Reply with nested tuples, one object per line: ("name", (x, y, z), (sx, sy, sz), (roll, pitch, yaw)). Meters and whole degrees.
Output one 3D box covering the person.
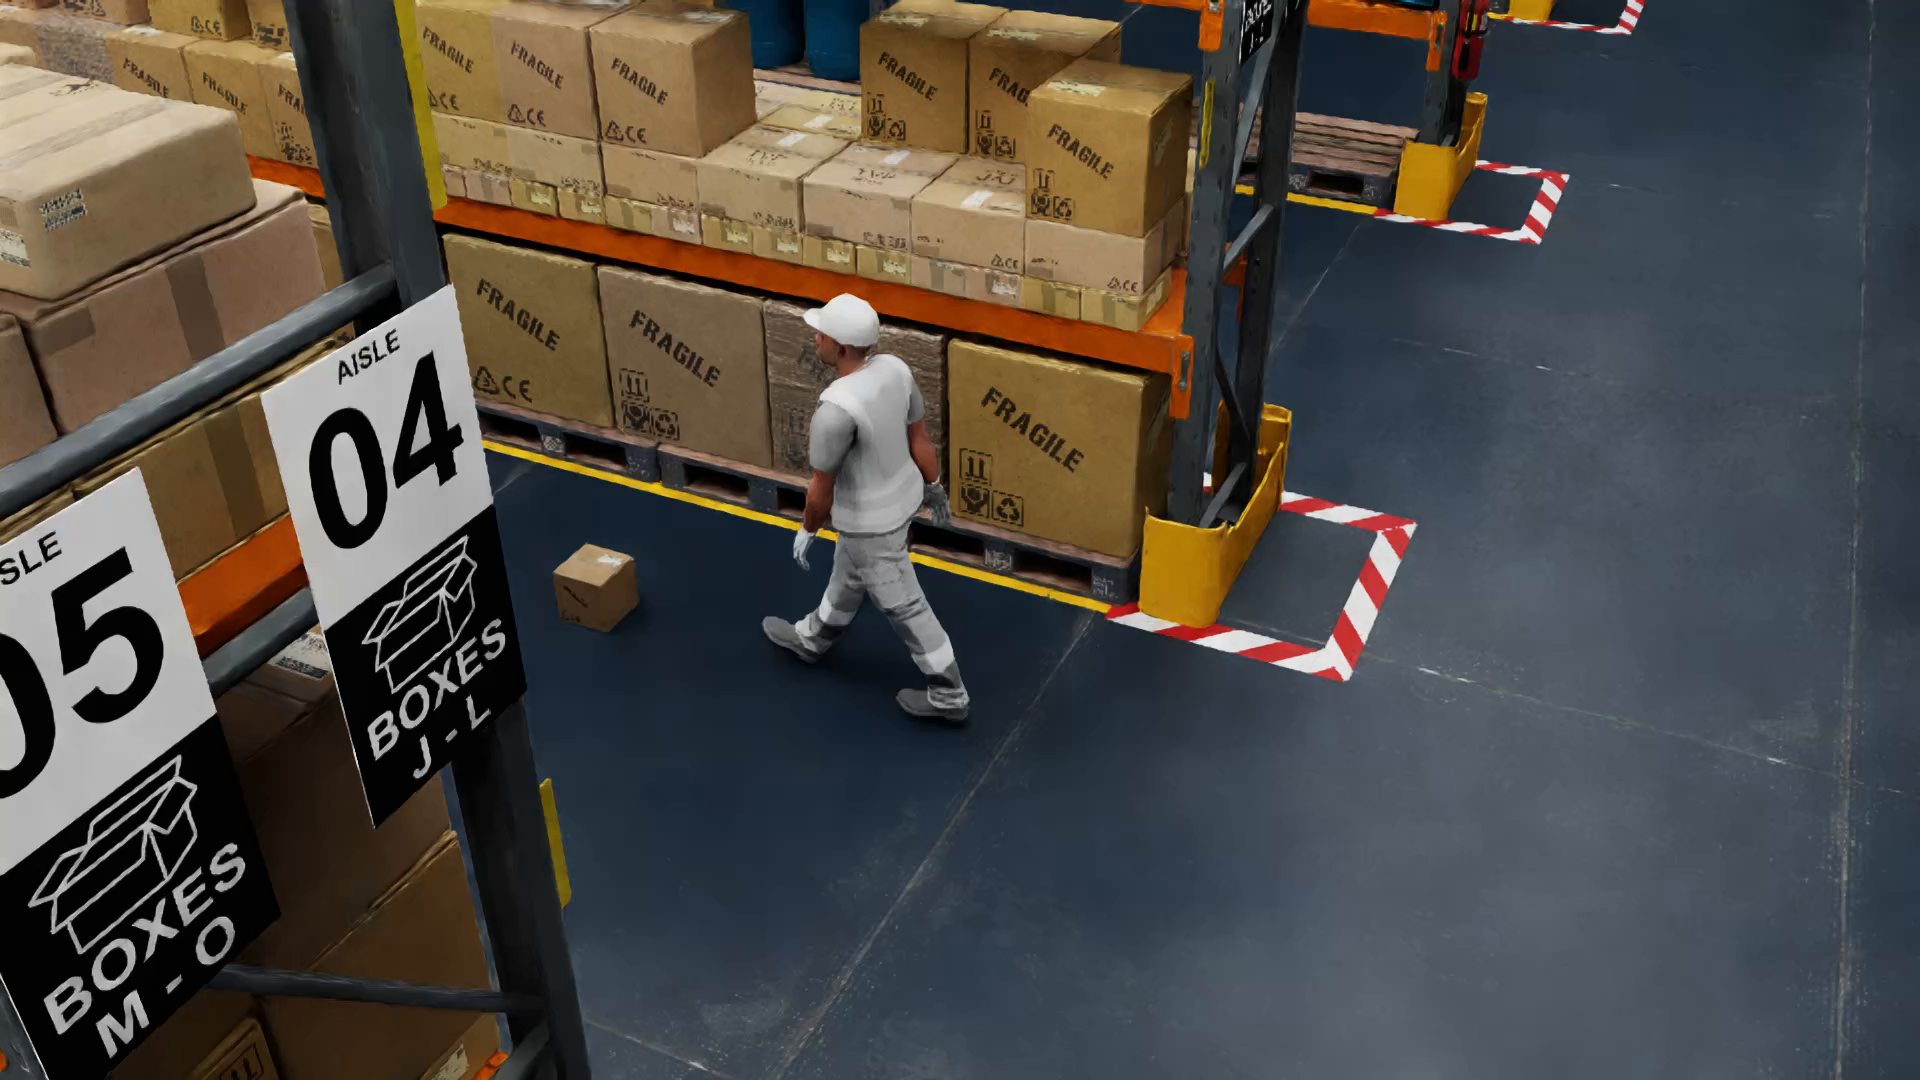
("person", (-0.415, -0.131, 6.317), (0.995, 1.731, 0.572), (14, 36, 20))
